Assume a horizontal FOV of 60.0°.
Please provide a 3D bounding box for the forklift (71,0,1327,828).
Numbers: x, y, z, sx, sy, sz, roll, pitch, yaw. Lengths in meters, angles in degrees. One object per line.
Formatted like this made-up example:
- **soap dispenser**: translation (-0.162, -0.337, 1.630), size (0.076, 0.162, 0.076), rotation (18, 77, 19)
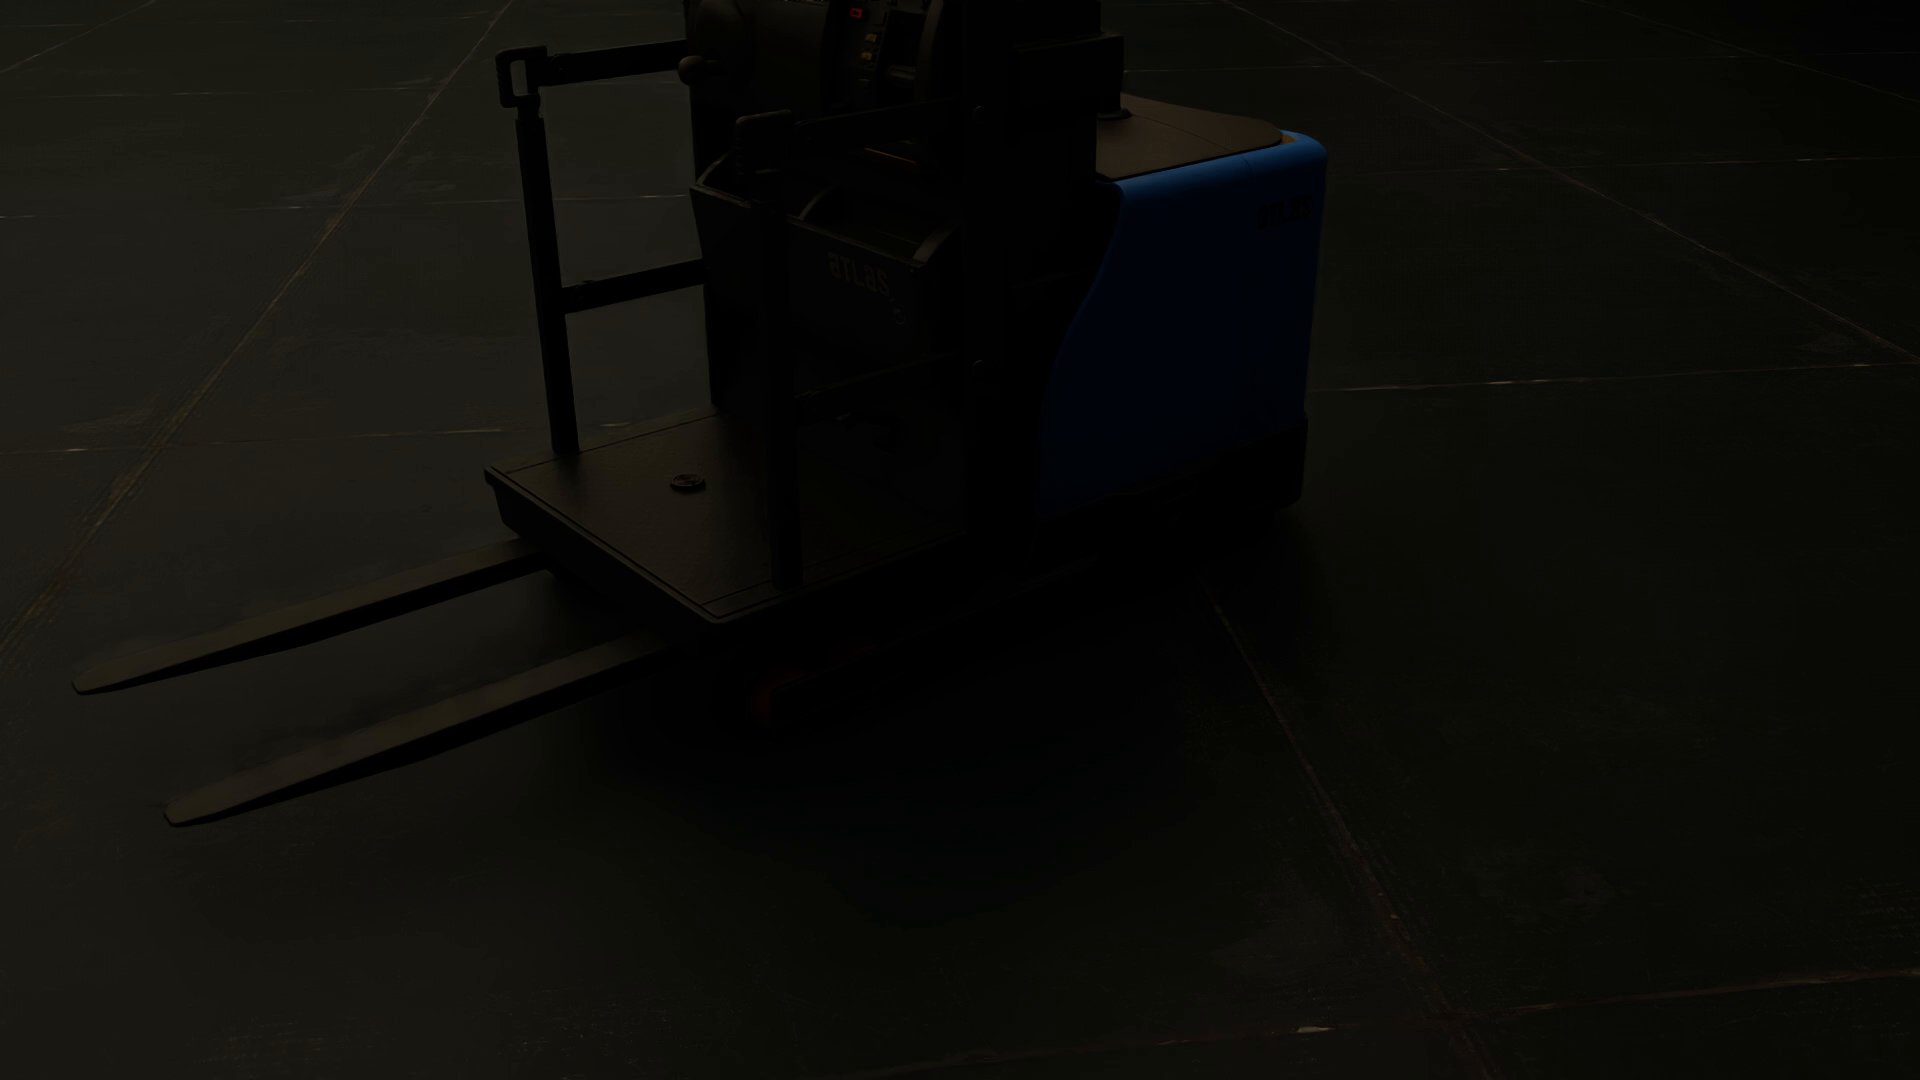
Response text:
- **forklift**: translation (-0.487, -1.135, 3.585), size (3.031, 2.935, 1.130), rotation (-20, 32, -36)
